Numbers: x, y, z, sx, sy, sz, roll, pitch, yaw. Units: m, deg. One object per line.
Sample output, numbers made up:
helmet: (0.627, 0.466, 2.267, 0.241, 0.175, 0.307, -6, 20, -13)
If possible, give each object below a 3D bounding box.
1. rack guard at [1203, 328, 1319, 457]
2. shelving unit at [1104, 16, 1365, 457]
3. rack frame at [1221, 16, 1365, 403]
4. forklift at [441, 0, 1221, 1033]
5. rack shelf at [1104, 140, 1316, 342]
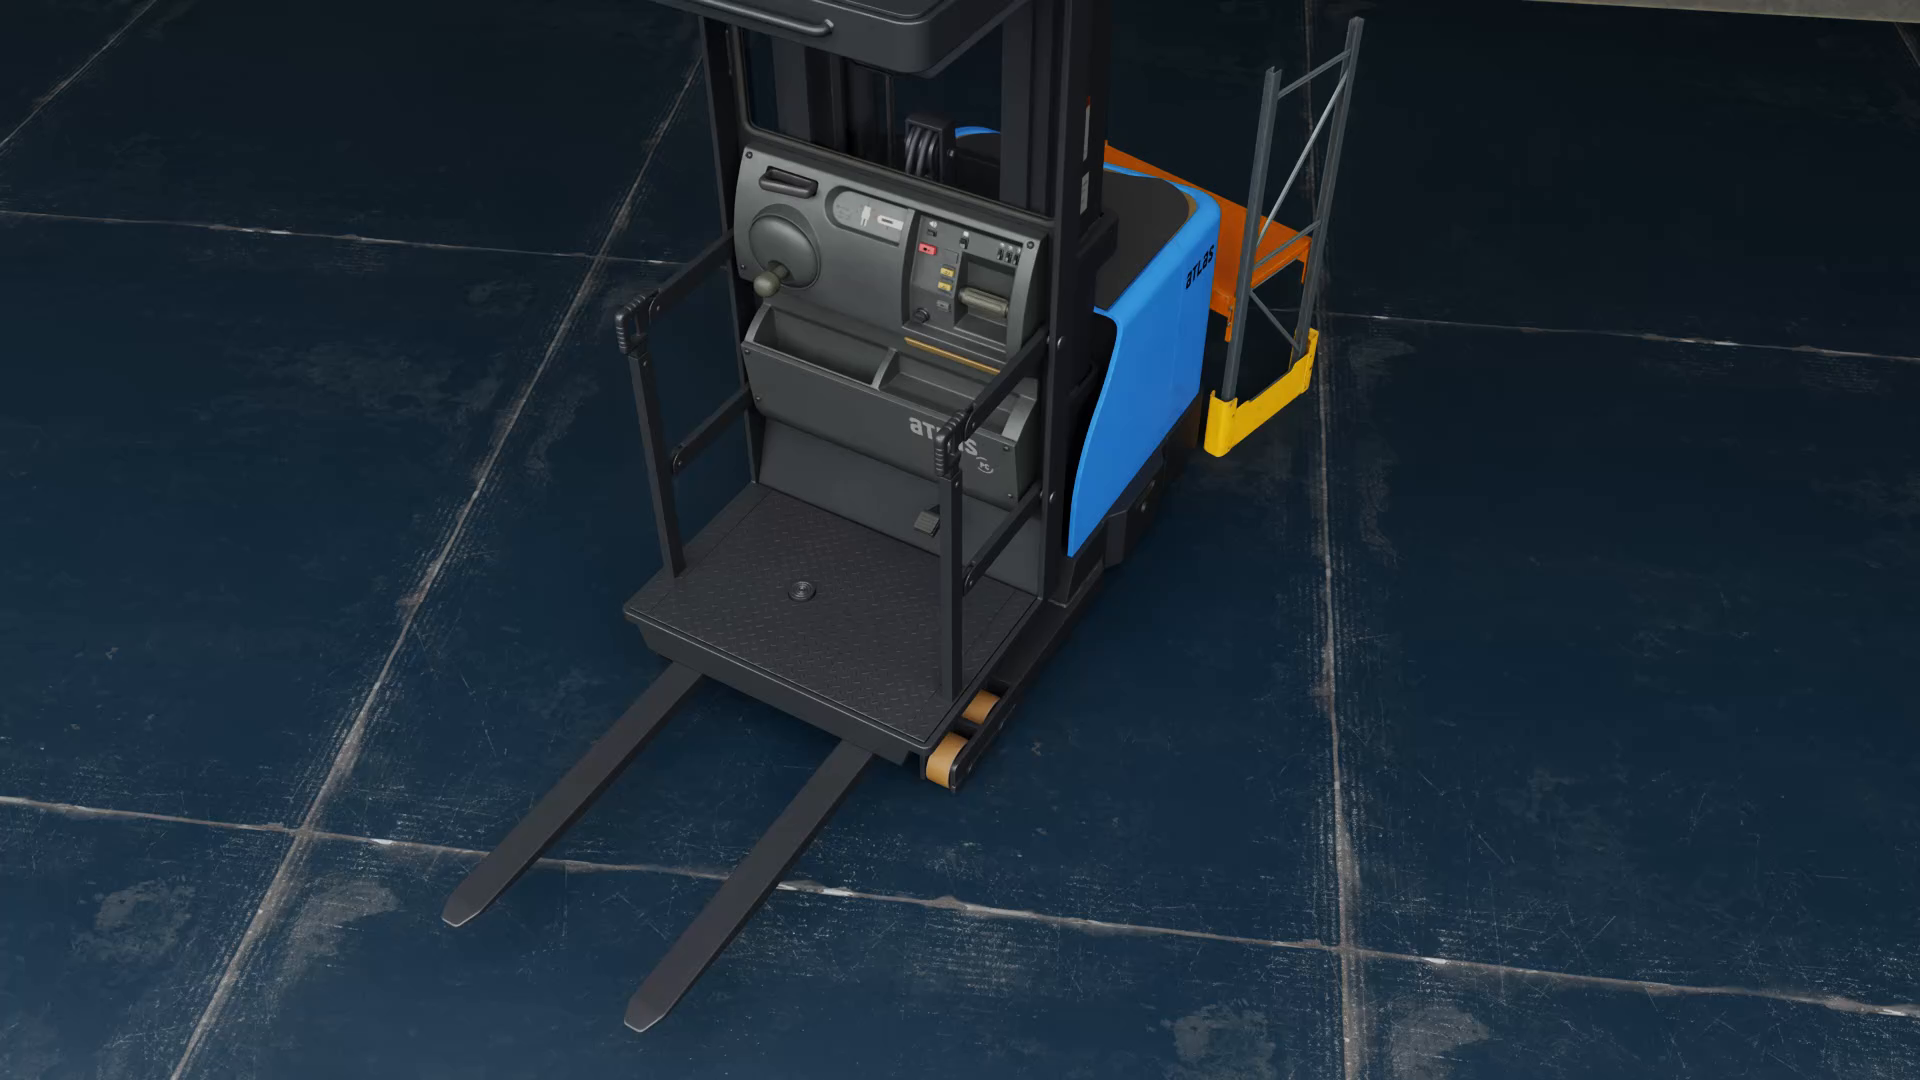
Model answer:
rack guard: (1.116, -0.555, 6.154, 0.087, 0.250, 0.587, 33, 52, 30)
shelving unit: (0.752, -1.243, 5.972, 1.083, 1.500, 0.587, 33, 52, 30)
rack frame: (1.117, -1.008, 5.724, 0.032, 1.500, 0.500, 33, 52, 30)
forklift: (-0.317, -0.691, 4.348, 1.130, 2.935, 3.031, 22, 48, 21)
rack shelf: (0.746, -1.117, 6.100, 1.000, 0.185, 0.538, 33, 52, 30)
